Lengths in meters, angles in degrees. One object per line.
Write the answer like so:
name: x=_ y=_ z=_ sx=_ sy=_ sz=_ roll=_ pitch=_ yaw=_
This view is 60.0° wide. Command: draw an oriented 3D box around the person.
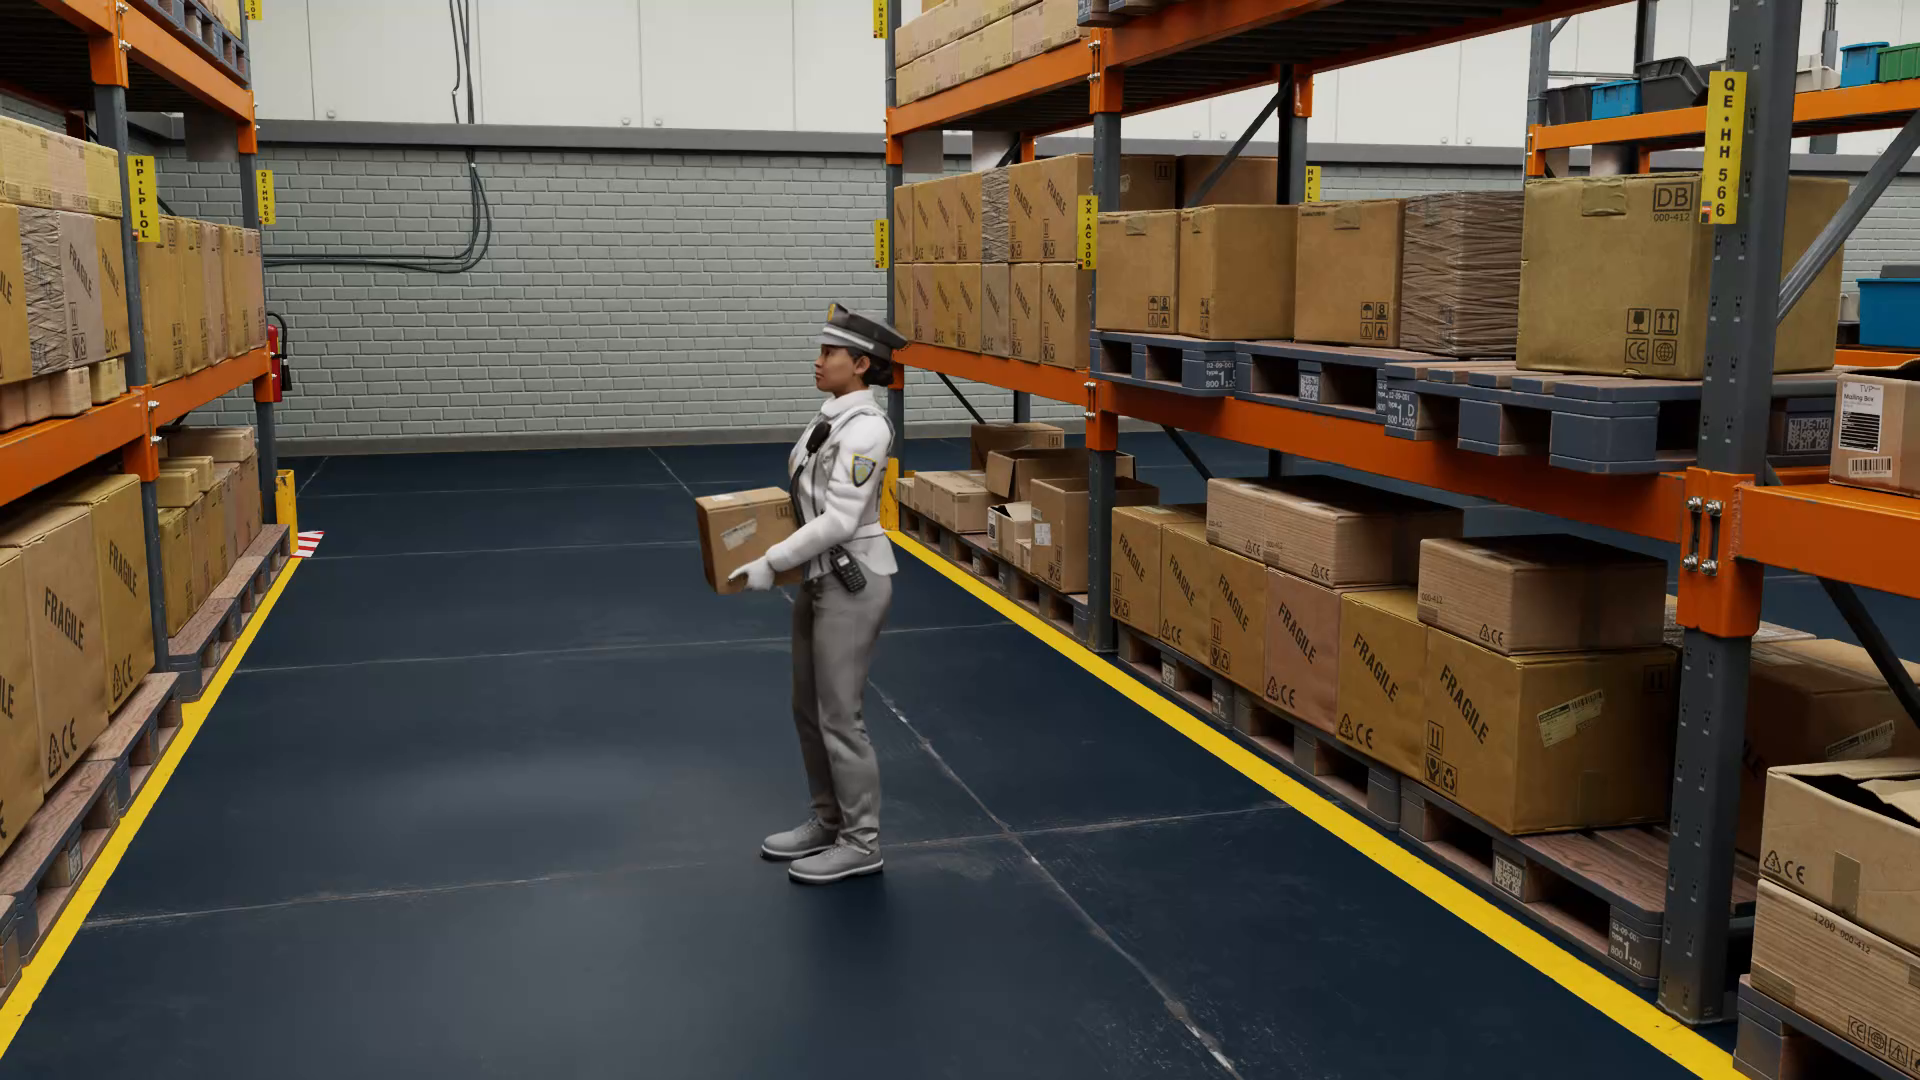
person: x=-0.426 y=0.147 z=4.897 sx=0.550 sy=1.690 sz=0.469 roll=-3 pitch=10 yaw=-16
